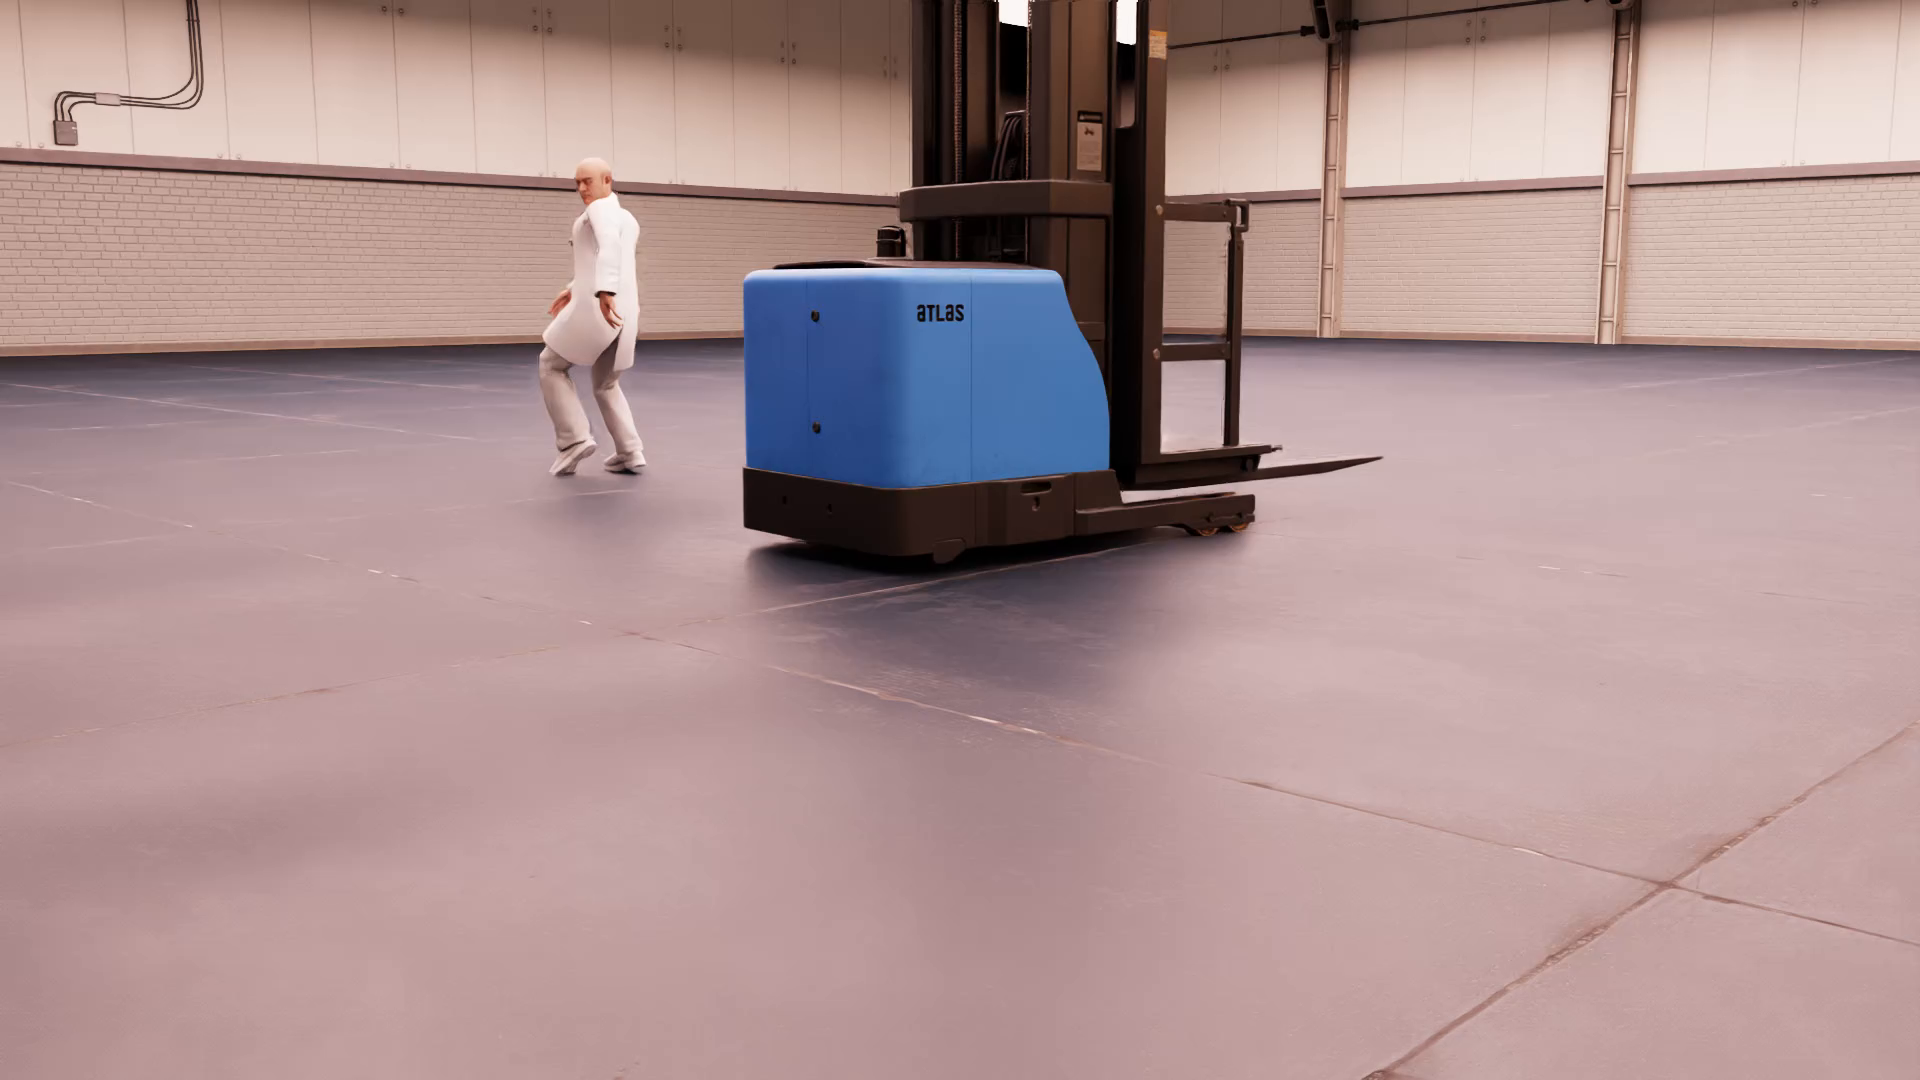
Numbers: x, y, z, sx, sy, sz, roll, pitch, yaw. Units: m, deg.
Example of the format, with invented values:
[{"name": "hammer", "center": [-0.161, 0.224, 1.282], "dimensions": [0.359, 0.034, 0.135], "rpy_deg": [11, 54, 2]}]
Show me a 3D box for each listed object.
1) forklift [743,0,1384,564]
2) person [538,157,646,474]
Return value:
[{"name": "forklift", "center": [0.609, -1.516, 6.943], "dimensions": [3.031, 2.935, 1.130], "rpy_deg": [-7, 11, -39]}, {"name": "person", "center": [-1.966, -1.193, 9.089], "dimensions": [0.799, 1.763, 0.728], "rpy_deg": [5, 10, 29]}]
